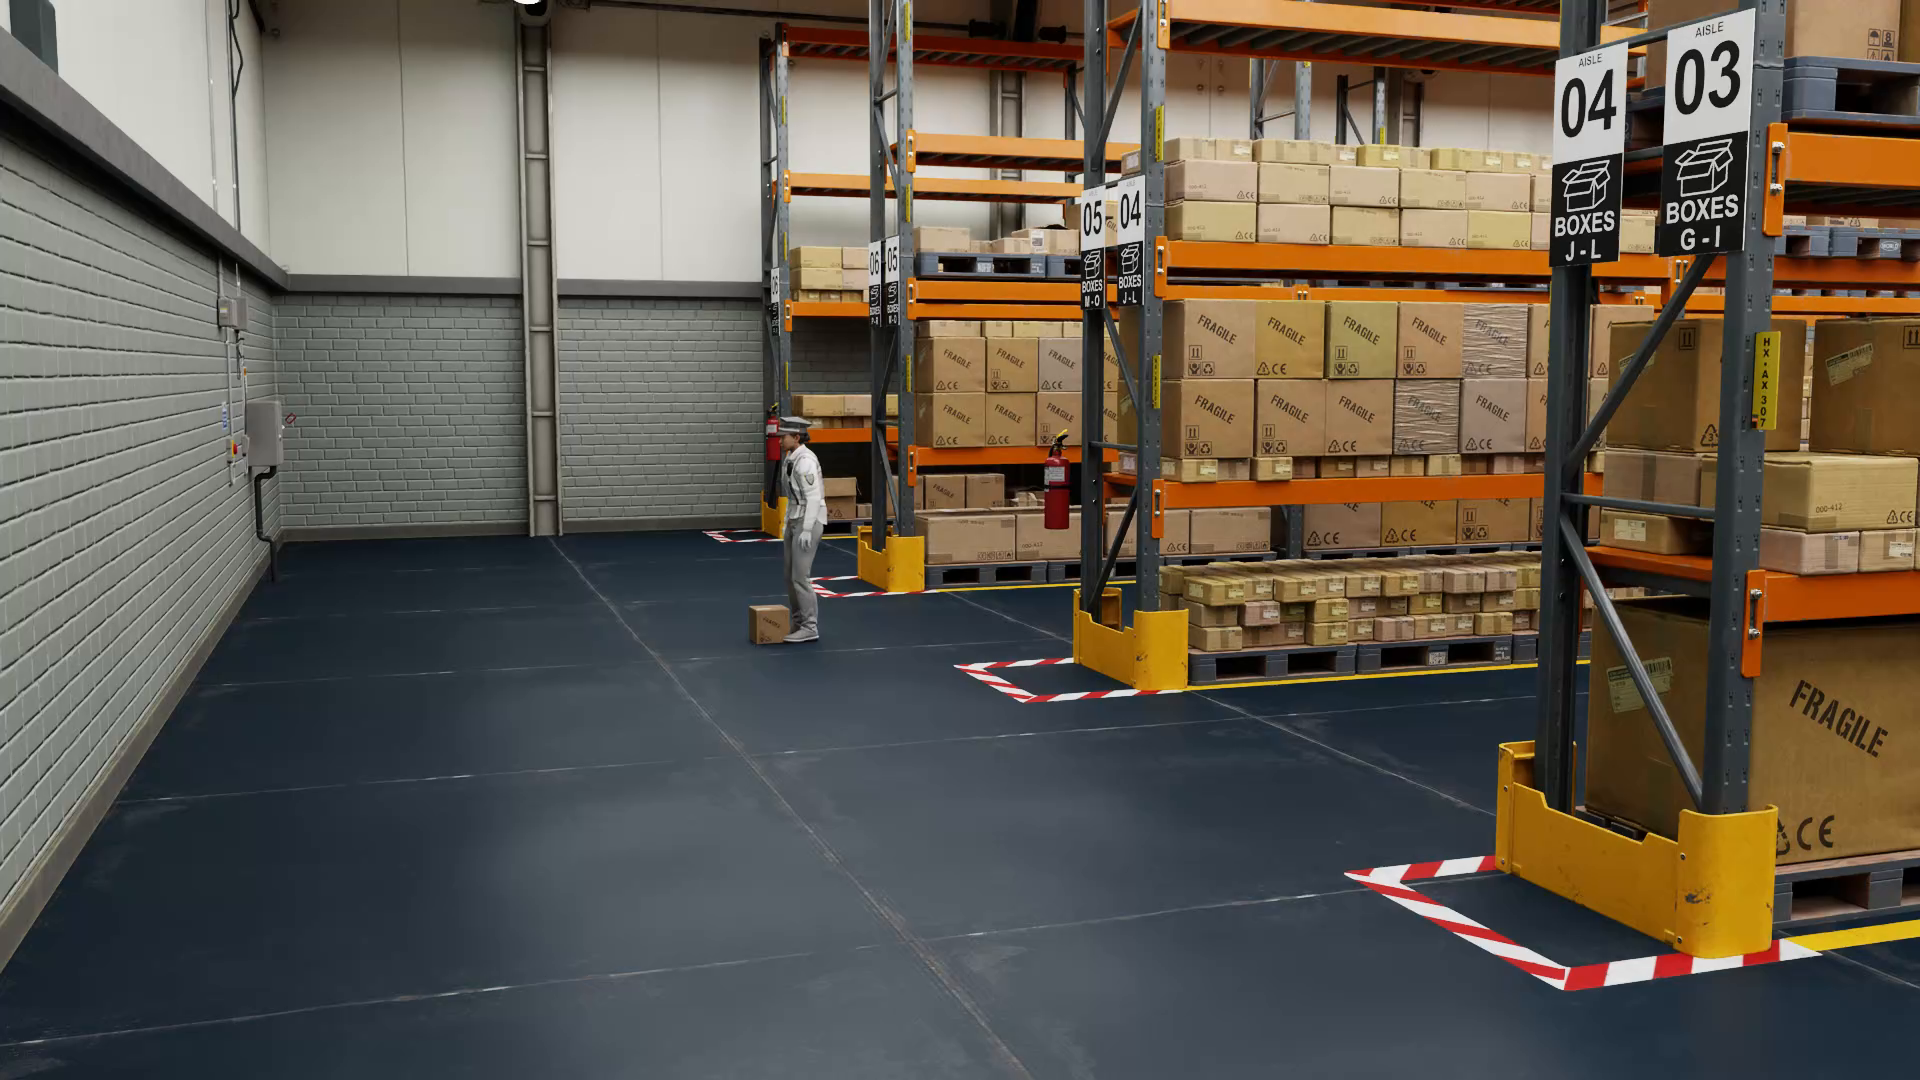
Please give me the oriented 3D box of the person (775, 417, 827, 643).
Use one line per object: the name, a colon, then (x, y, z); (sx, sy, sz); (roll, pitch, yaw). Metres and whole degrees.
person: (-1.189, -0.085, 12.367); (0.372, 1.666, 0.547); (-2, 6, -22)
